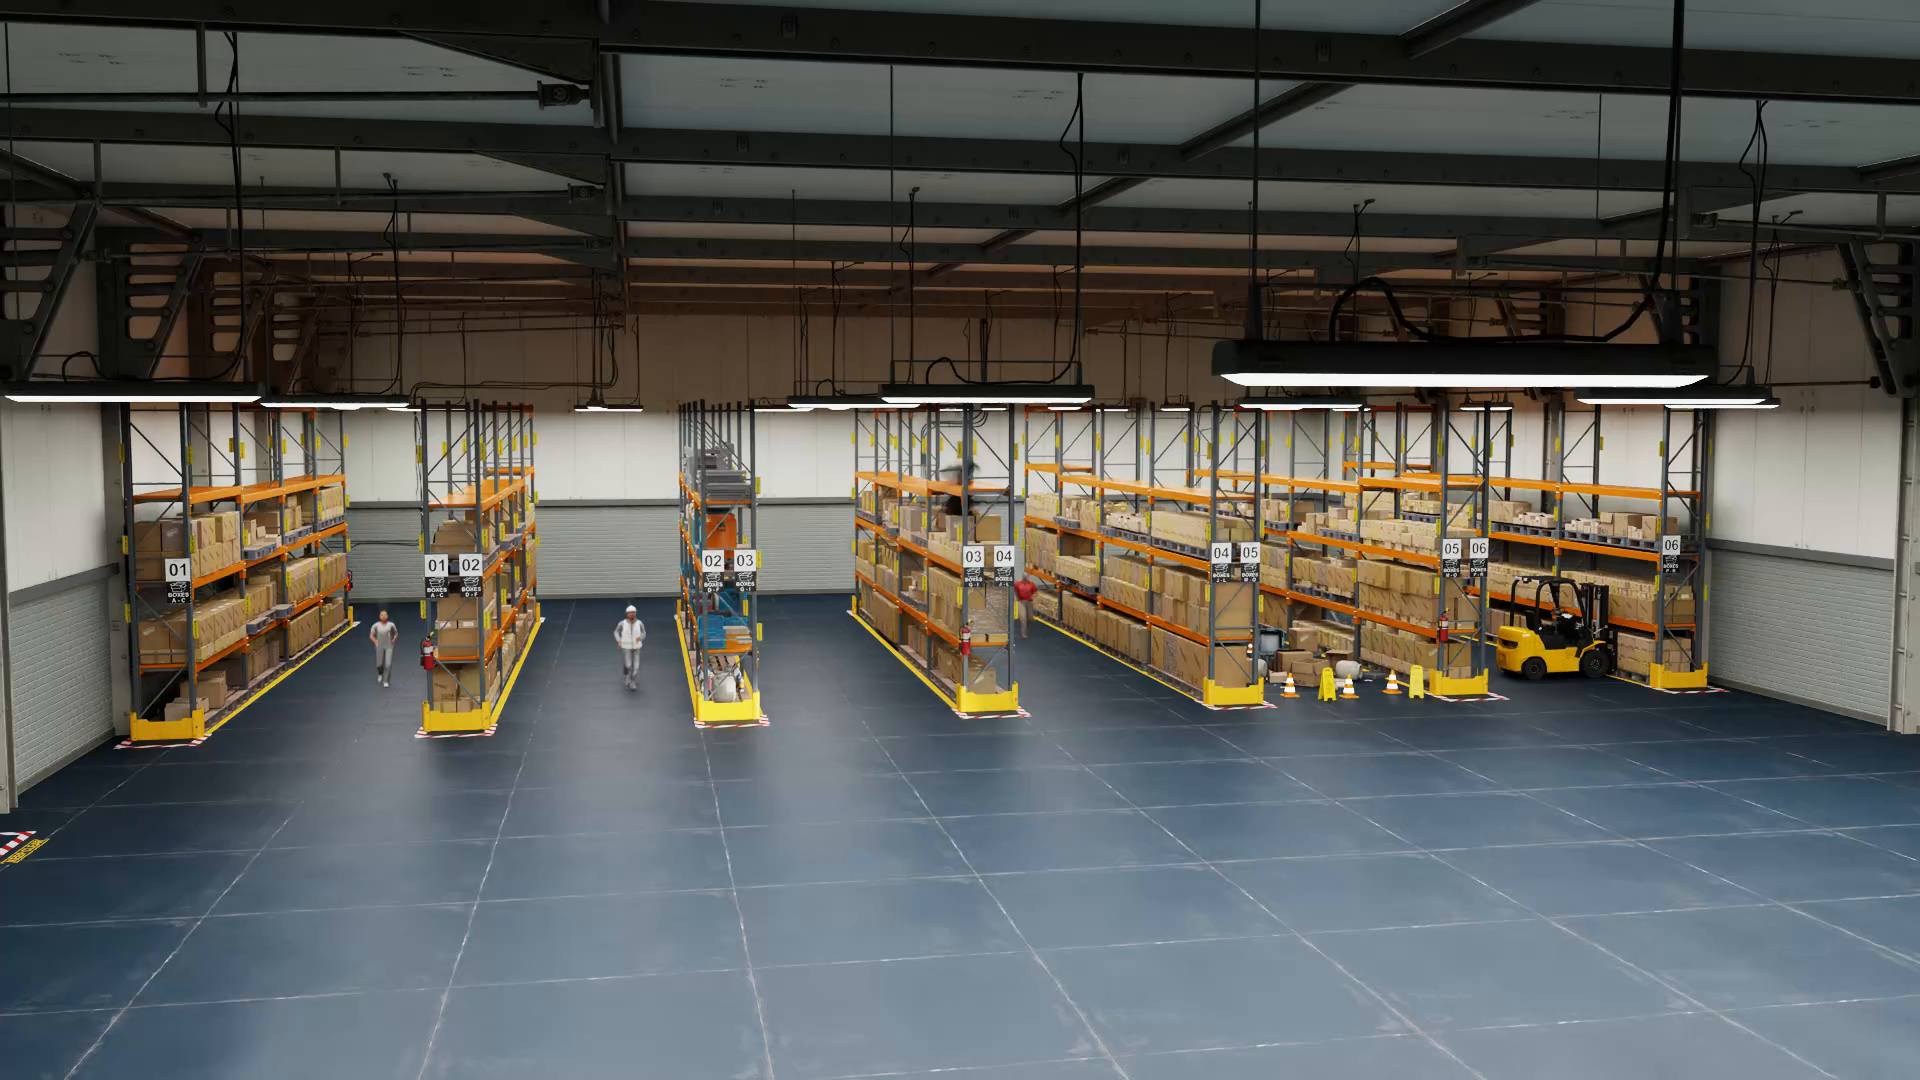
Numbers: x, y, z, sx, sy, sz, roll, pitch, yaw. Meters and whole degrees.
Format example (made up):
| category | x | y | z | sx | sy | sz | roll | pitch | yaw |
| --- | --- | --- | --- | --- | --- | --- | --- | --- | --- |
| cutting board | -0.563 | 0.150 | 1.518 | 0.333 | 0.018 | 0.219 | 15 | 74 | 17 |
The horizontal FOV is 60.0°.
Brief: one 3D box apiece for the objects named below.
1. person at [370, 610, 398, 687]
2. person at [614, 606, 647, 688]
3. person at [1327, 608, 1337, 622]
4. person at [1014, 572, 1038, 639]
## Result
| category | x | y | z | sx | sy | sz | roll | pitch | yaw |
| --- | --- | --- | --- | --- | --- | --- | --- | --- | --- |
| person | -12.093 | 2.273 | 34.957 | 0.561 | 1.619 | 0.588 | -2 | 5 | -22 |
| person | -6.836 | 2.240 | 34.597 | 0.644 | 1.730 | 0.591 | -2 | 5 | -20 |
| person | 9.862 | 1.533 | 44.103 | 0.598 | 1.718 | 0.879 | -1 | 4 | -17 |
| person | 1.666 | 1.656 | 42.693 | 0.675 | 1.686 | 0.821 | -1 | 4 | -7 |
